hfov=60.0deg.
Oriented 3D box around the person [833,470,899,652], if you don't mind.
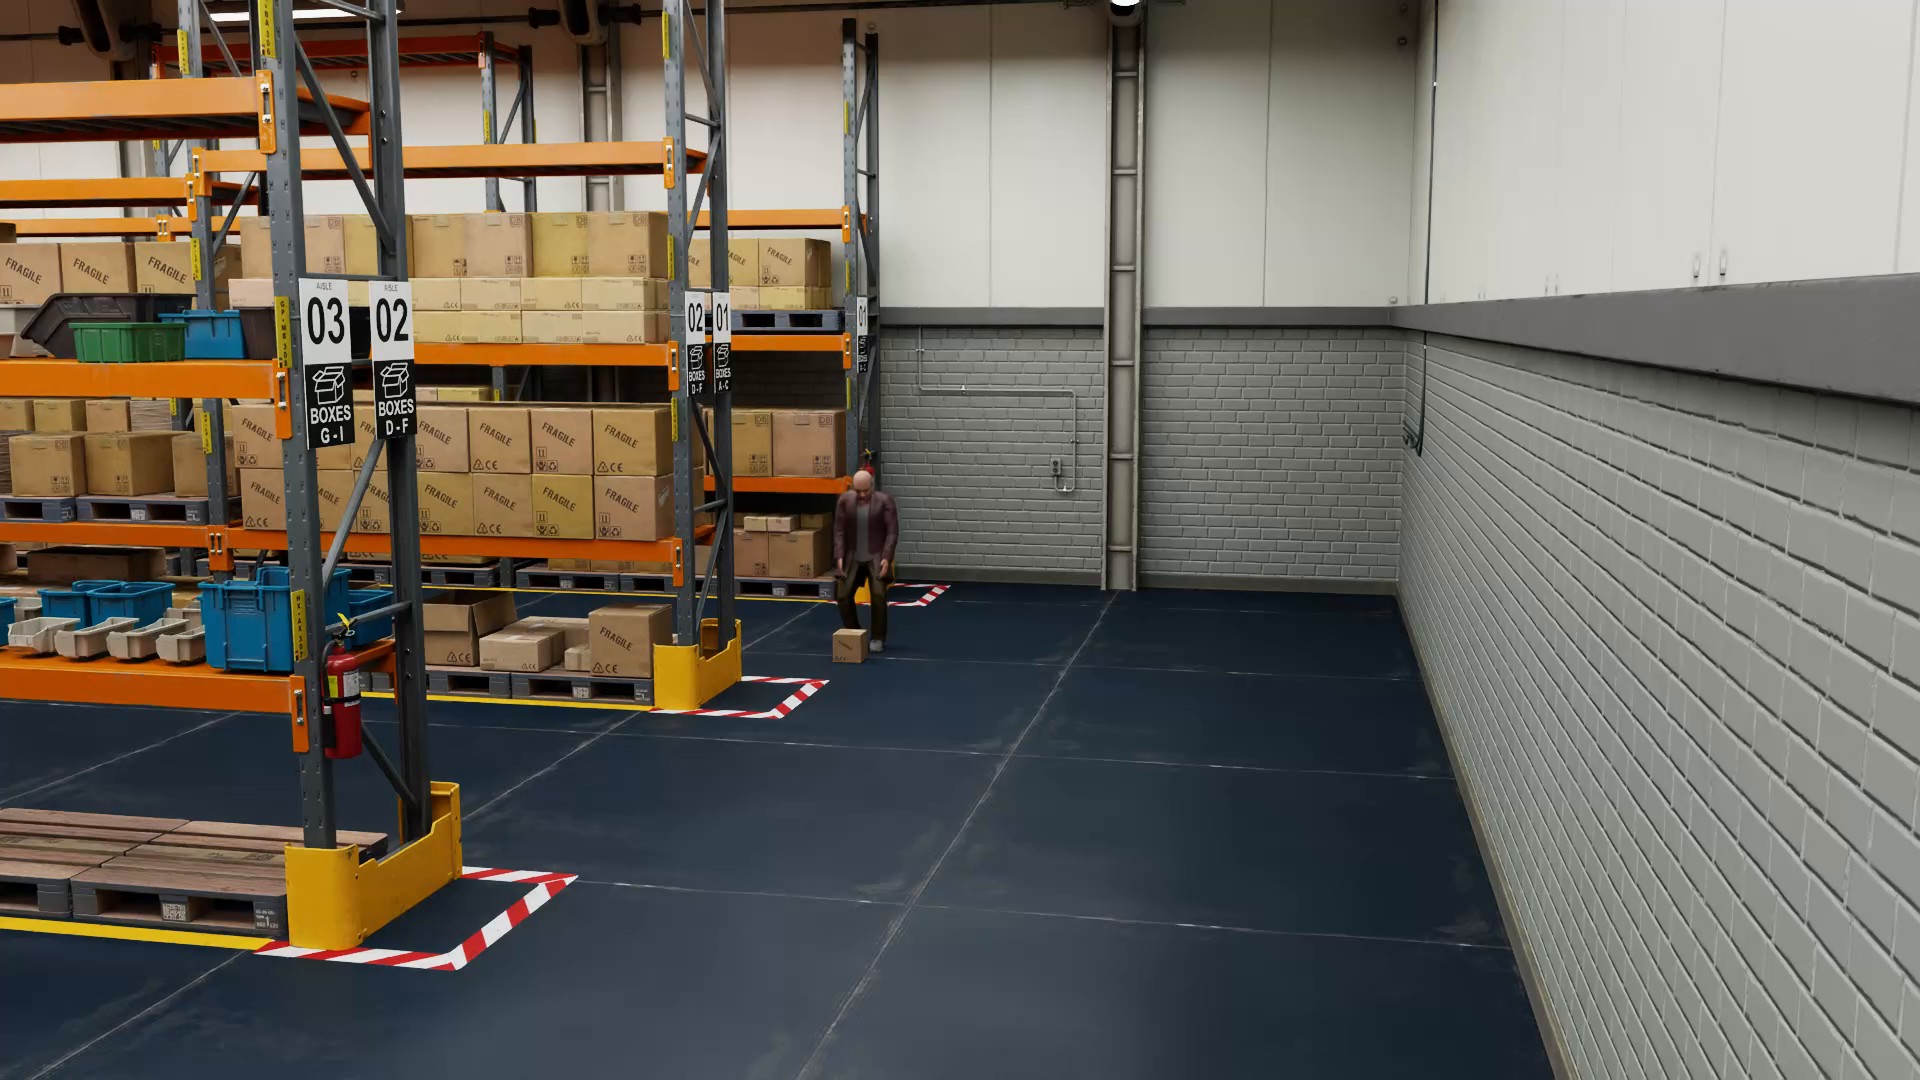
[{"bbox_3d":[-0.843,0.178,15.059,0.611,1.653,0.522,2,8,12],"label":"person"}]
